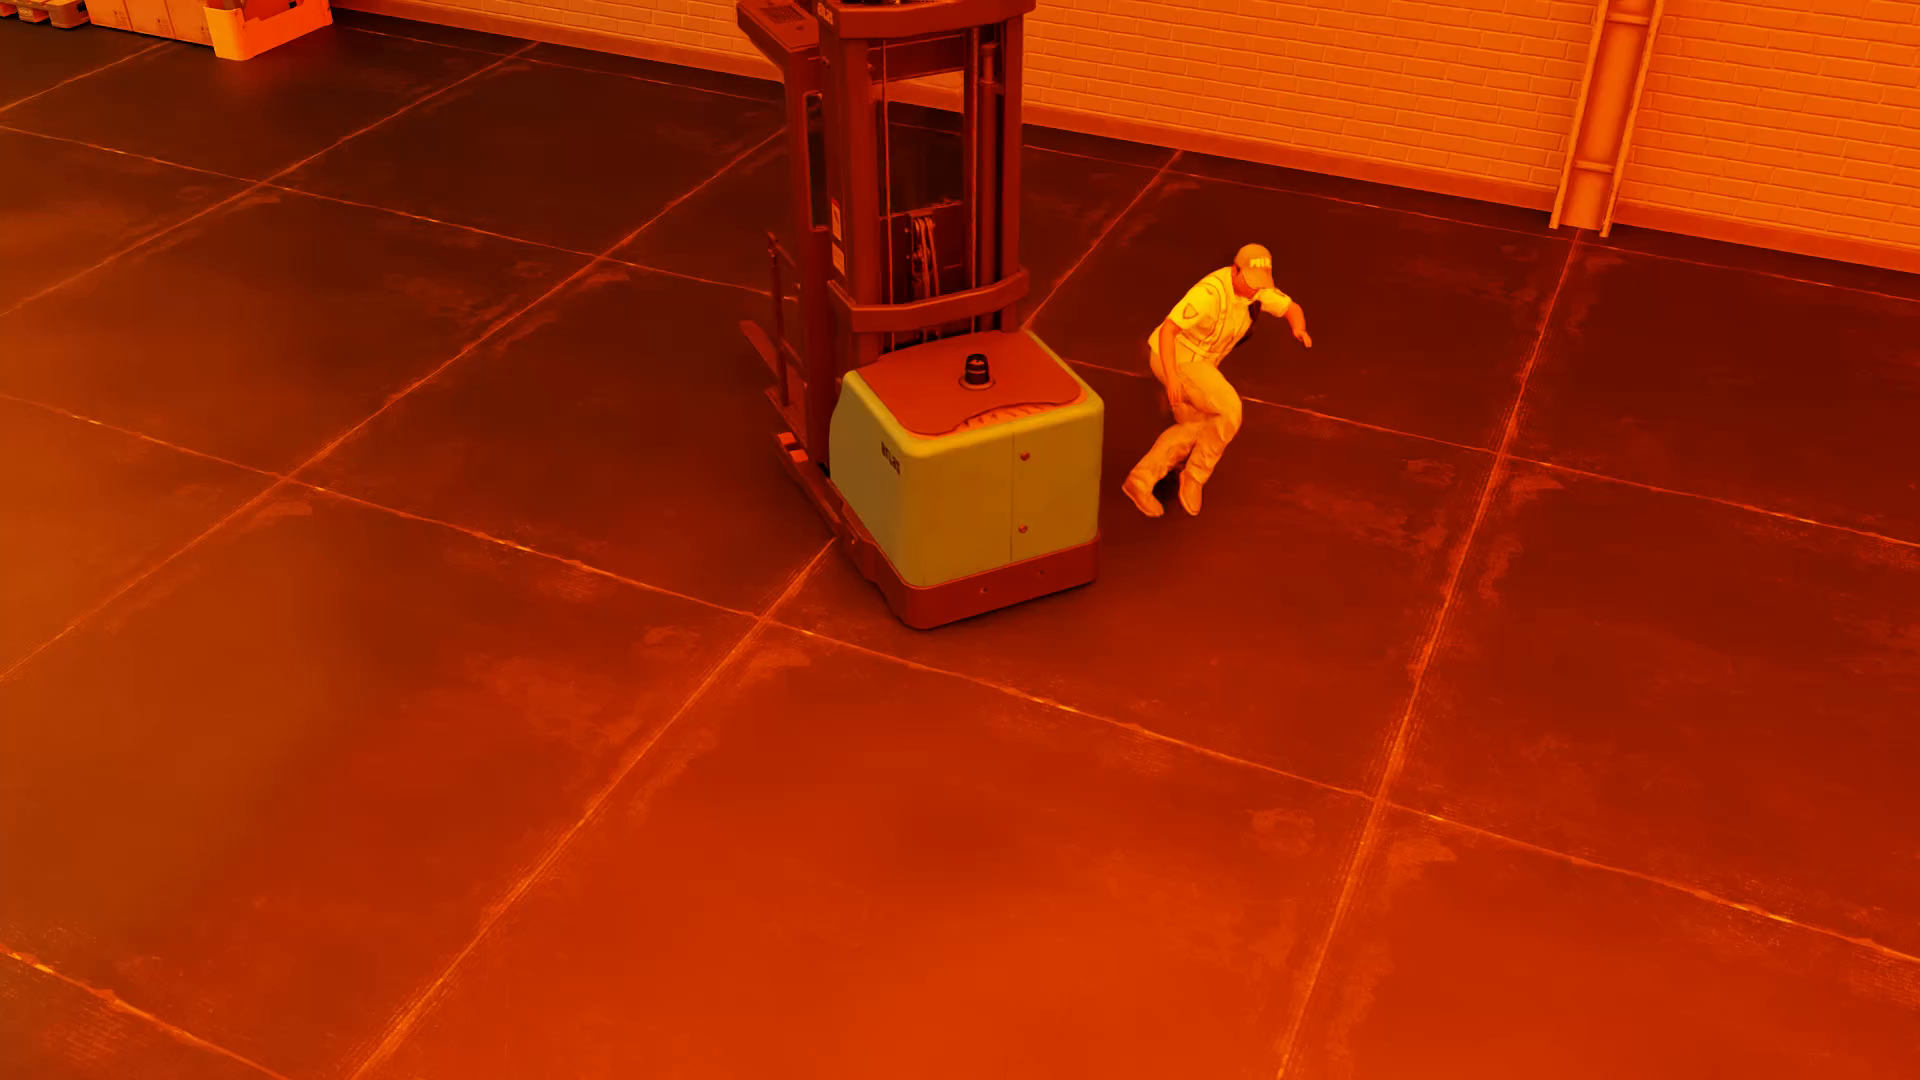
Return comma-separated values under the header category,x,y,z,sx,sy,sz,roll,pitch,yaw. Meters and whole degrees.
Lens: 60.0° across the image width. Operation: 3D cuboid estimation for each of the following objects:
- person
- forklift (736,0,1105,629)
category,x,y,z,sx,sy,sz,roll,pitch,yaw
person,1.316,-0.830,8.563,0.867,1.443,0.913,23,42,29
forklift,-0.392,-1.617,8.354,1.130,2.935,3.031,-15,38,-20
